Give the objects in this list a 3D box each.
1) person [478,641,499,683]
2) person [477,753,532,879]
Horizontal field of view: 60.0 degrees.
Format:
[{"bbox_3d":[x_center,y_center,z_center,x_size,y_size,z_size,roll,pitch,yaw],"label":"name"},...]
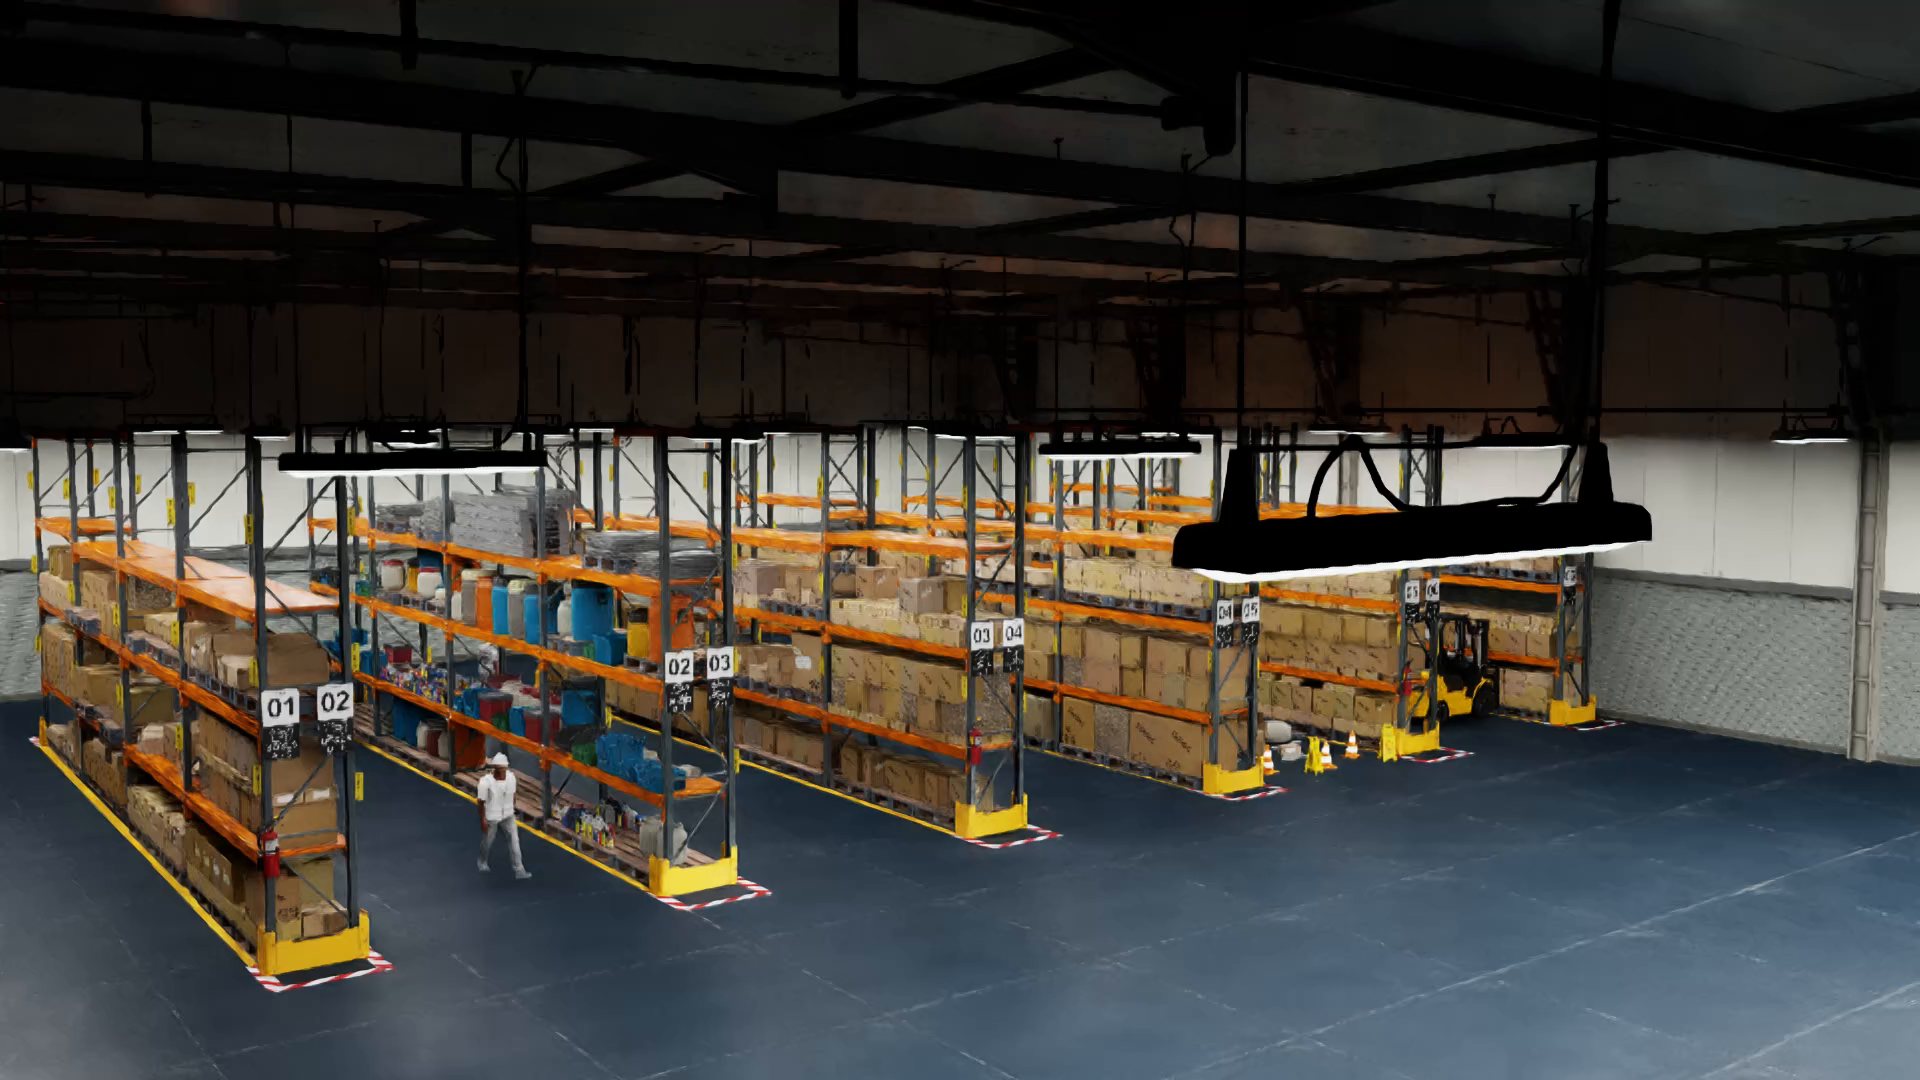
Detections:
[{"bbox_3d":[-9.697,2.746,34.282,0.654,1.762,0.420,4,6,38],"label":"person"},{"bbox_3d":[-6.217,3.707,22.444,0.582,1.686,1.113,-4,6,-39],"label":"person"}]
